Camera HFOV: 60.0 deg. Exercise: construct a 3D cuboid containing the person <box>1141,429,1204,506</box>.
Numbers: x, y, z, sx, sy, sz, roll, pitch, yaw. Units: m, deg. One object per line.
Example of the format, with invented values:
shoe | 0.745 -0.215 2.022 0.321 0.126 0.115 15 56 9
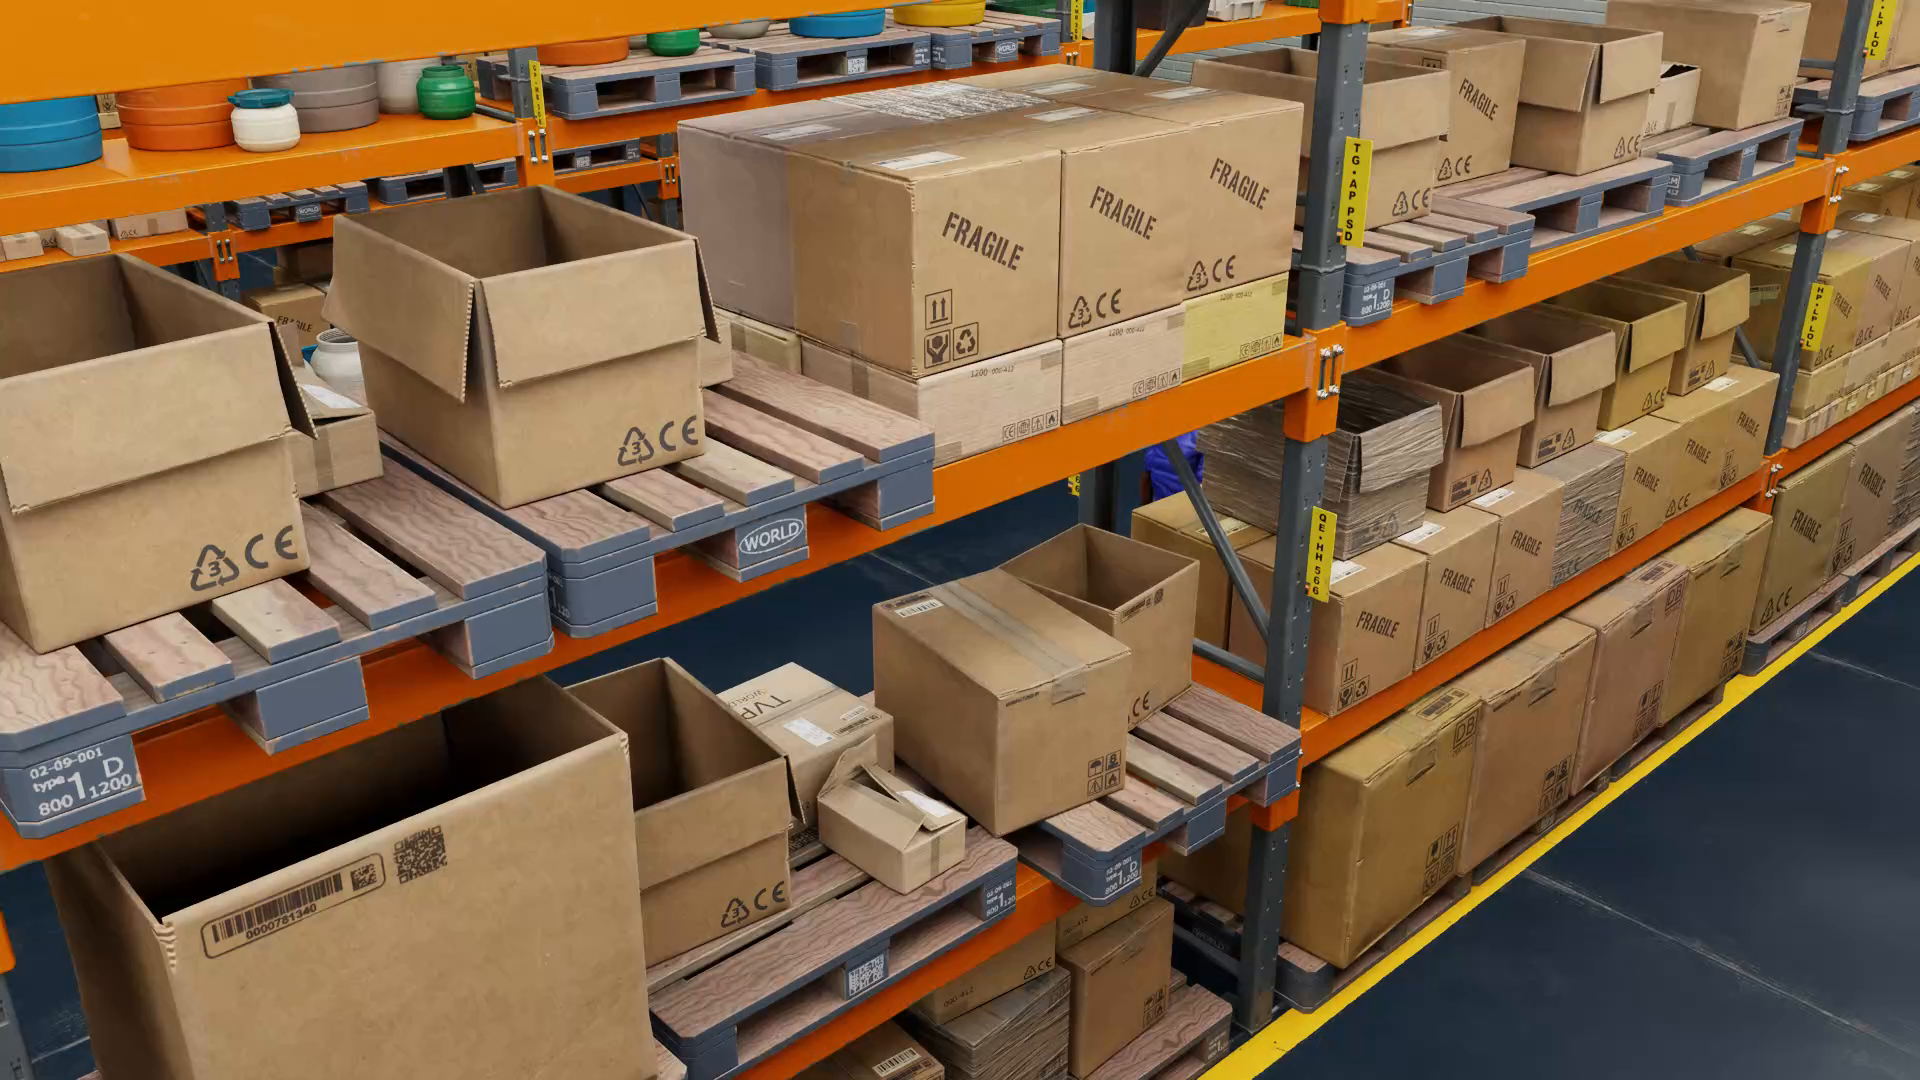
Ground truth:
person | 1.168 -0.044 8.707 0.349 1.655 0.525 -23 33 -40
